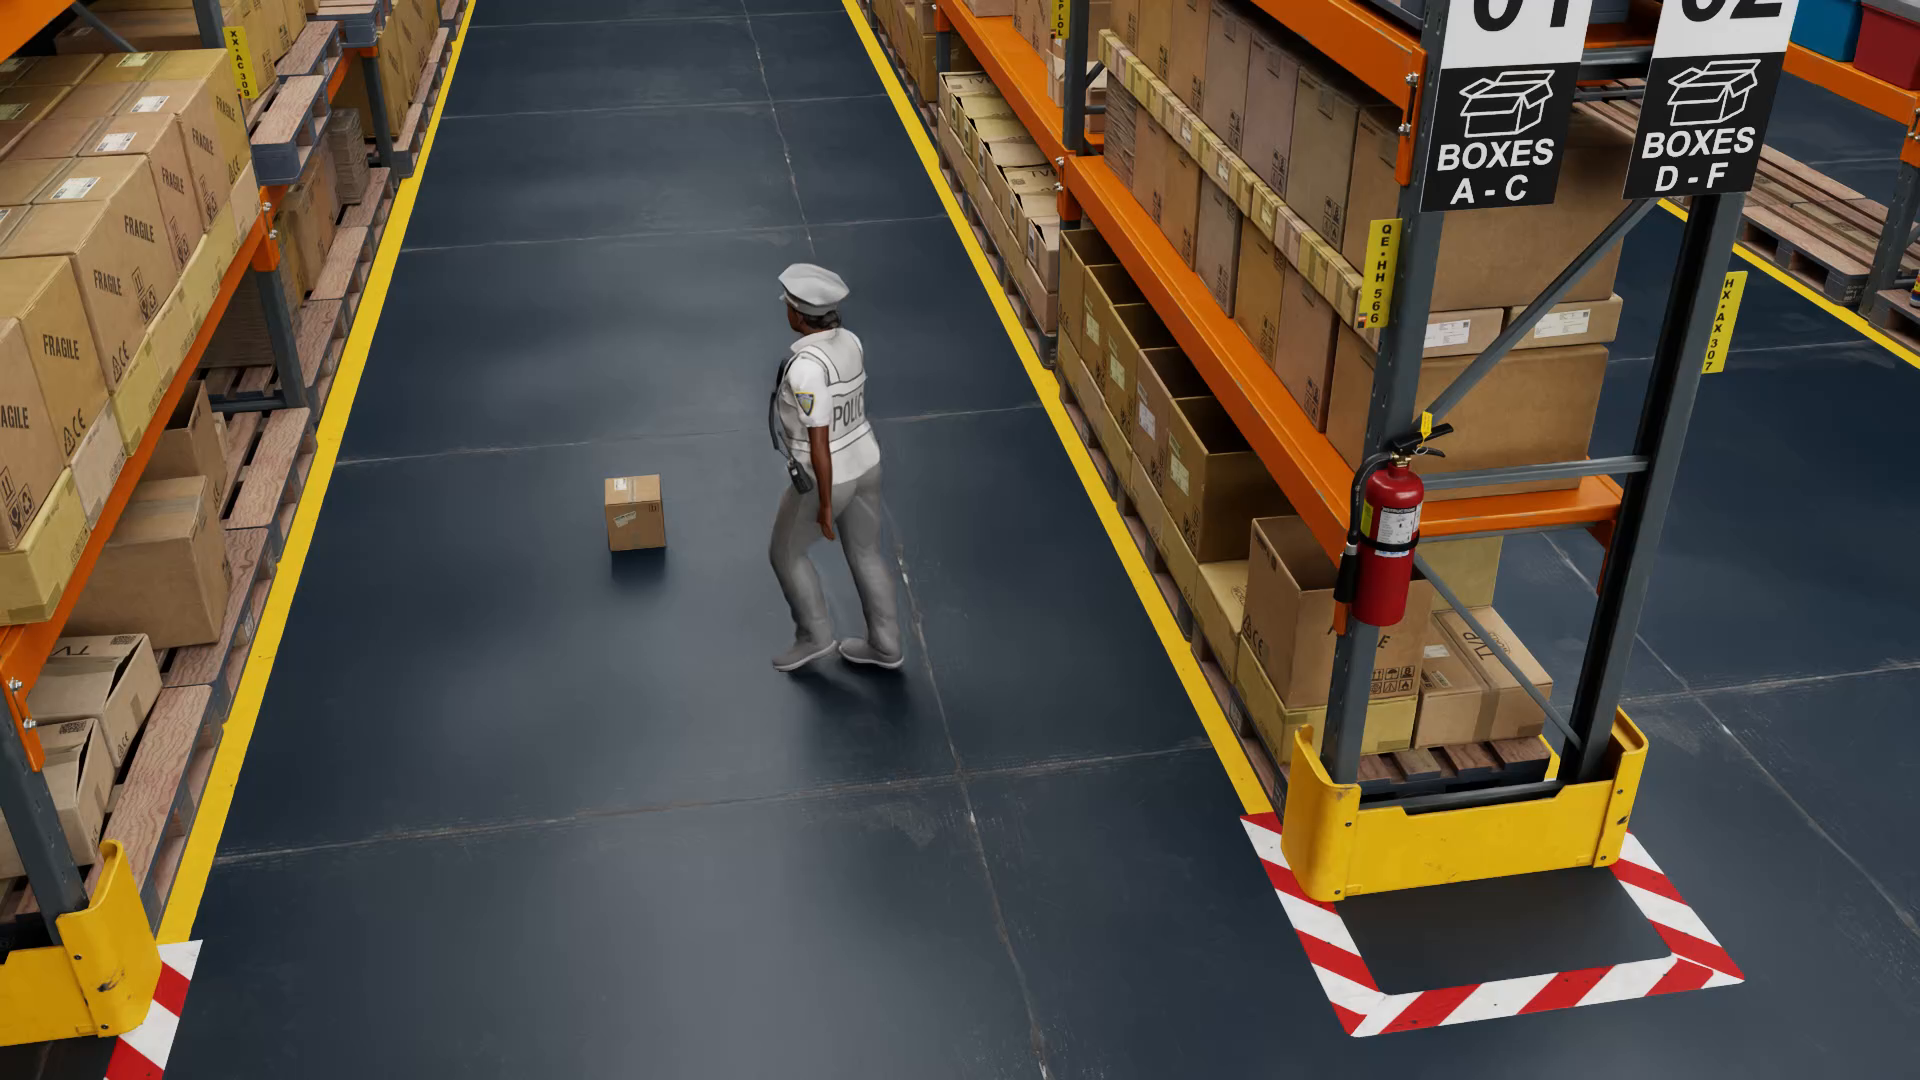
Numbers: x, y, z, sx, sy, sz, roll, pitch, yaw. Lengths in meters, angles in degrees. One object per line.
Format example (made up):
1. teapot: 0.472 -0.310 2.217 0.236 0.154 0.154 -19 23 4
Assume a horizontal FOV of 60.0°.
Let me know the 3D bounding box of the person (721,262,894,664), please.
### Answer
1. person: -0.600 -0.275 6.575 0.747 1.685 0.478 17 35 27
